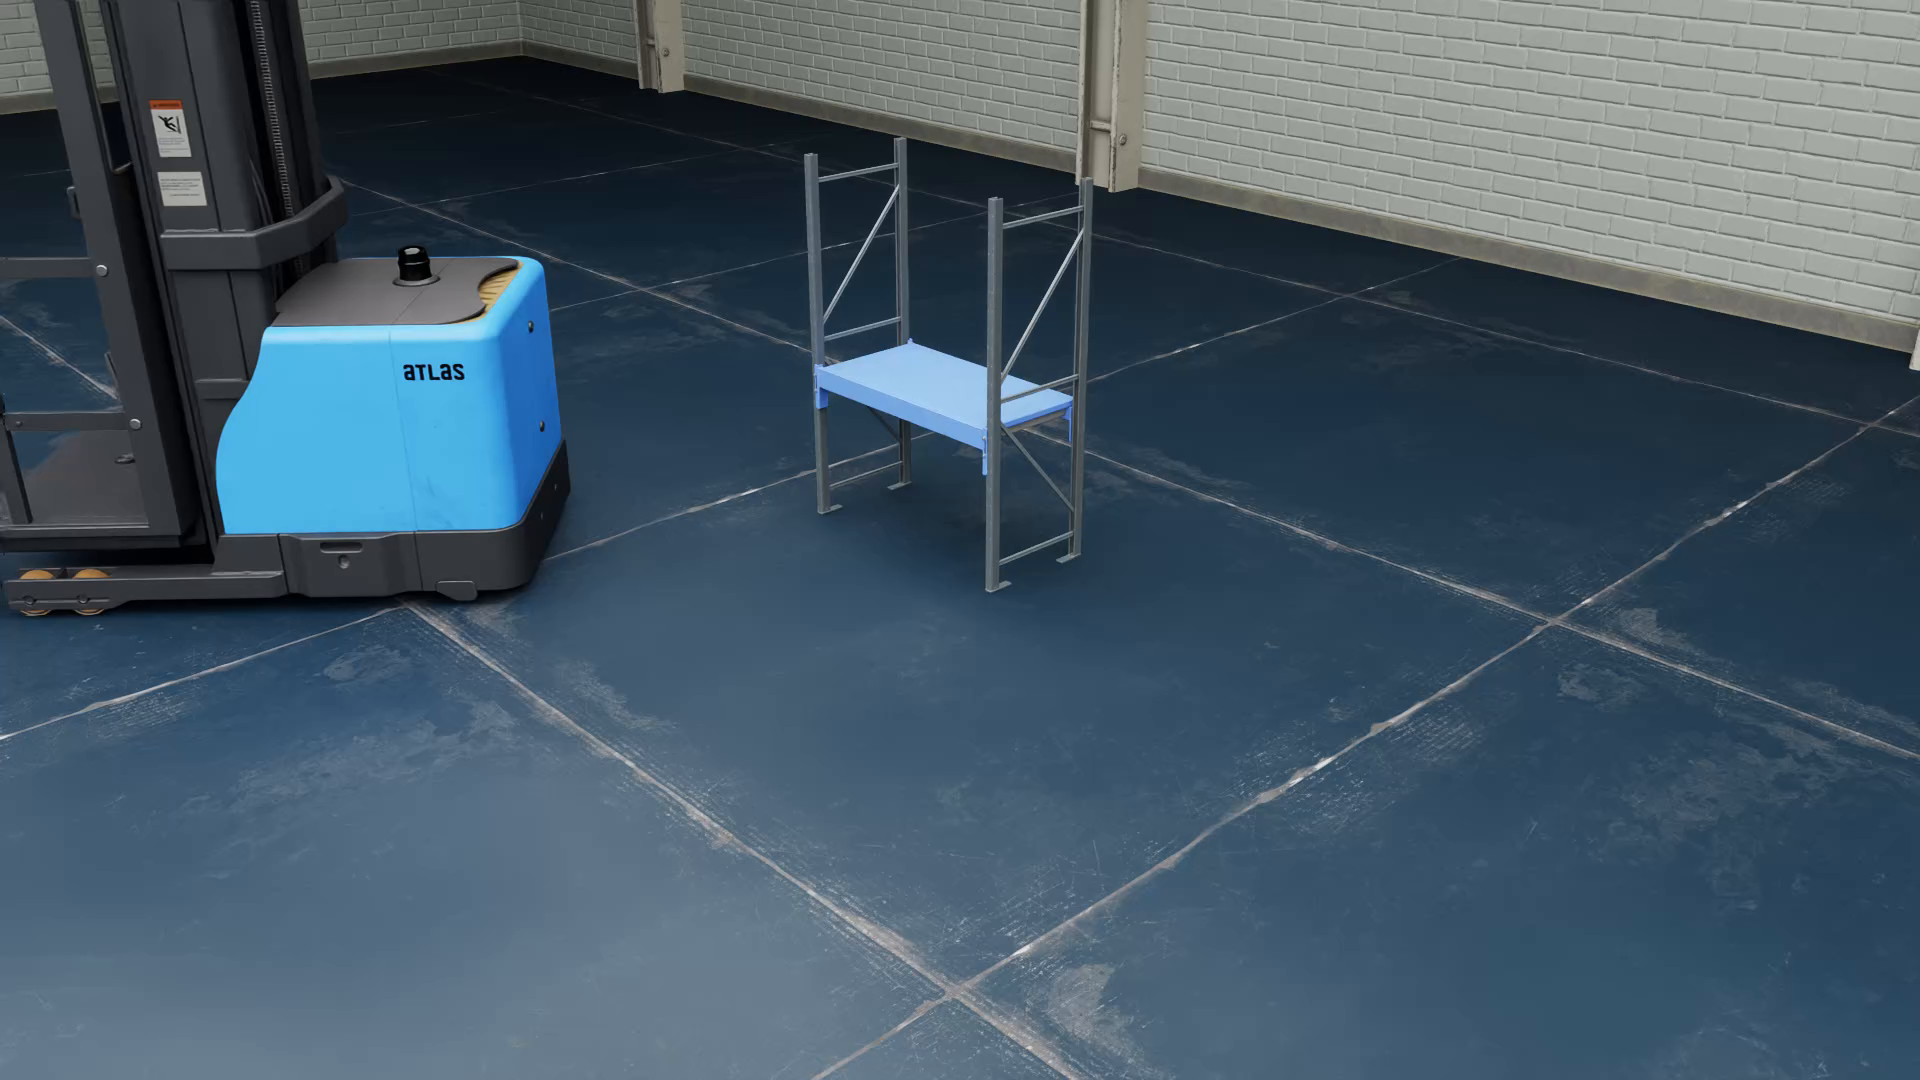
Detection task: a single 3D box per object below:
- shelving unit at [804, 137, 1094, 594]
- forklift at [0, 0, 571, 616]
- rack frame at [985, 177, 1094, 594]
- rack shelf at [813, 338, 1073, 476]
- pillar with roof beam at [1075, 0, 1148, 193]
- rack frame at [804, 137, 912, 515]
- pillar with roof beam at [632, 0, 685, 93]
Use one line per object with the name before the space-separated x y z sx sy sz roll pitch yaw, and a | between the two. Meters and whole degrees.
shelving unit | -0.058 -0.708 6.495 0.538 1.500 1.048 -21 32 -38
forklift | -3.144 -1.277 6.017 3.031 2.935 1.130 -1 25 -2
rack frame | 0.289 -0.554 6.158 0.500 1.500 0.032 -21 32 -38
rack shelf | -0.058 -0.545 6.570 0.538 0.185 1.000 -21 32 -38
pillar with roof beam | -2.017 -5.577 8.132 9.100 9.000 0.400 -21 32 -38
rack frame | -0.406 -0.862 6.833 0.500 1.500 0.032 -21 32 -38
pillar with roof beam | -6.118 -7.394 12.117 9.100 9.000 0.400 -21 32 -38
